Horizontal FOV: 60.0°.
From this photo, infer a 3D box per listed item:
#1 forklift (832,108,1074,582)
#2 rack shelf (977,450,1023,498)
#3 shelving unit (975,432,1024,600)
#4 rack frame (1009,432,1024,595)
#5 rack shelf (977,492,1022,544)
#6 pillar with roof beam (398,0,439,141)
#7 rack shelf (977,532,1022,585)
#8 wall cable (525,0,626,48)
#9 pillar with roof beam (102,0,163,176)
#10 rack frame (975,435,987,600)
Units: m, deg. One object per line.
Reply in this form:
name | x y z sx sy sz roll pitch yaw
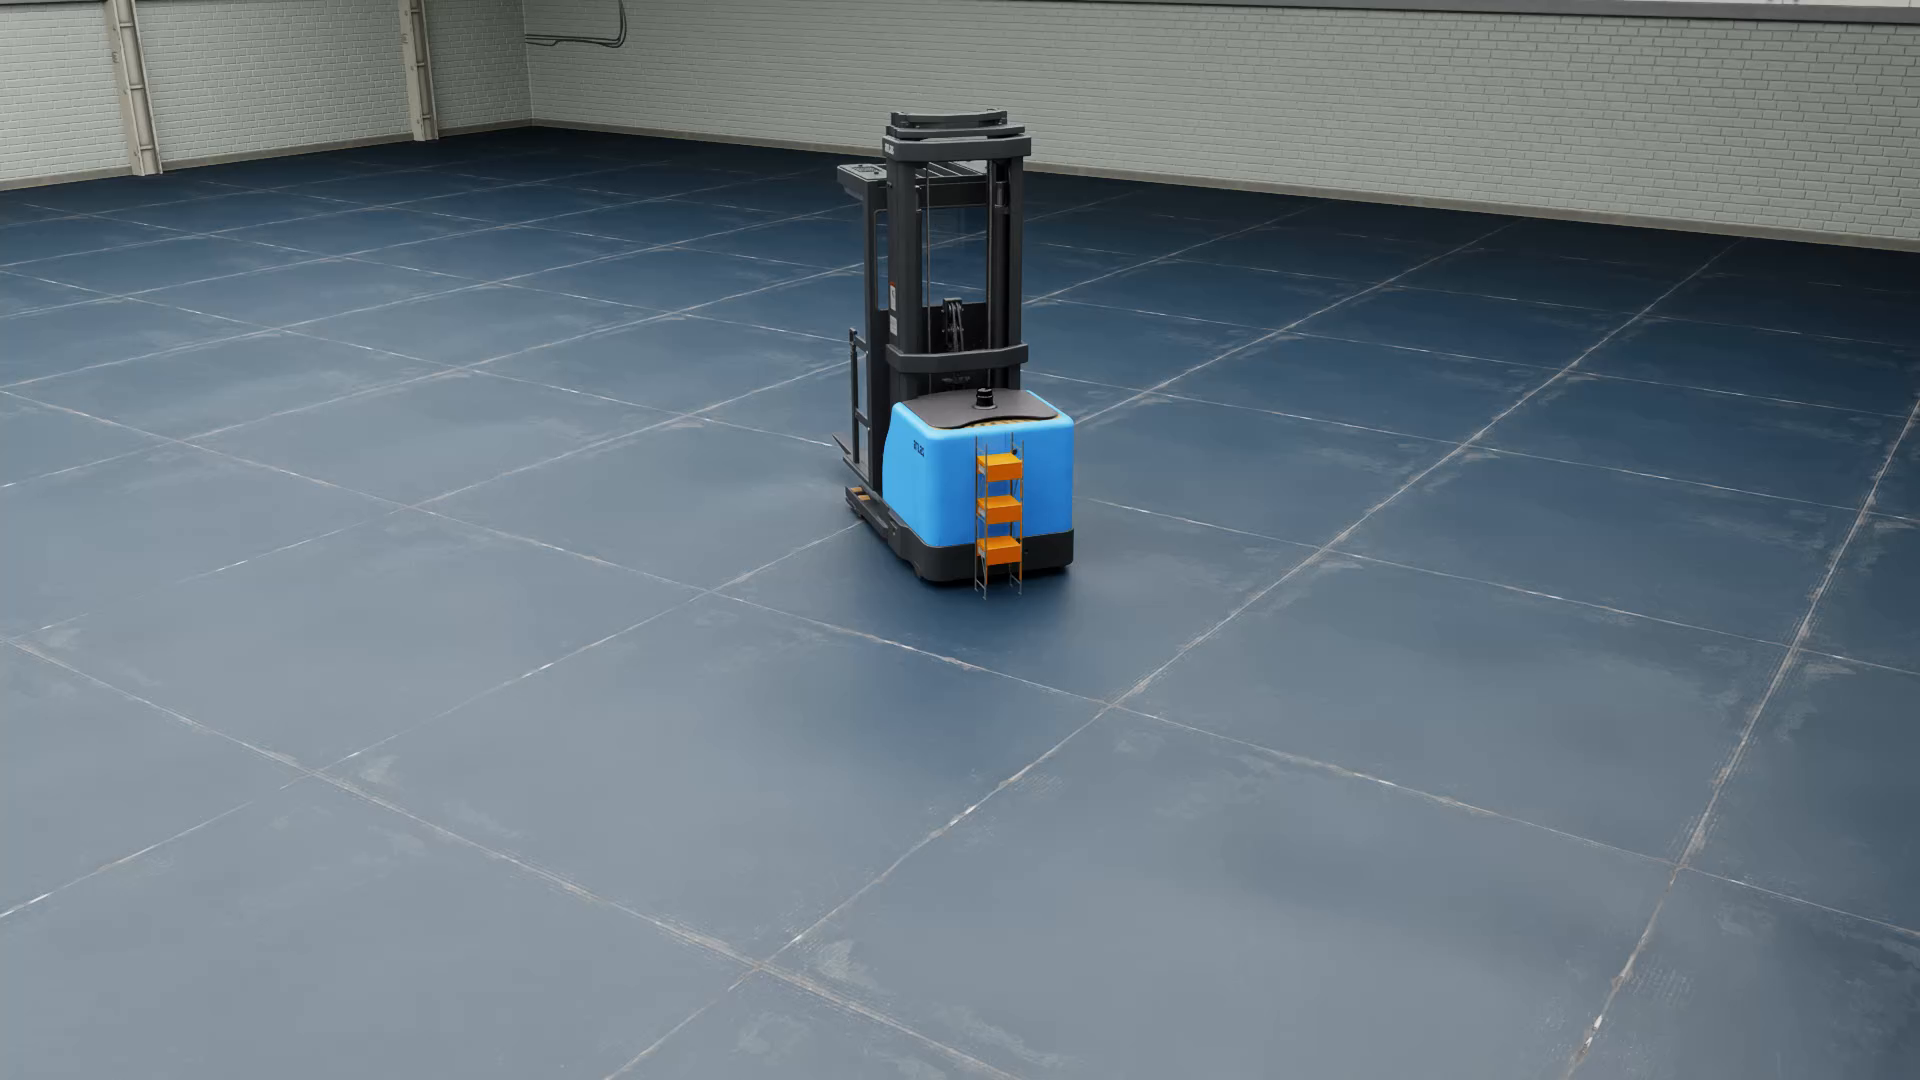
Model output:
forklift | -0.211 -1.581 11.814 1.130 2.935 3.031 -7 21 -18
rack shelf | 0.248 -0.408 10.568 0.240 0.259 0.215 -7 21 -18
shelving unit | 0.248 -0.152 10.662 0.252 1.050 0.215 -7 21 -18
rack frame | 0.363 -0.166 10.701 0.008 1.050 0.200 -7 21 -18
rack shelf | 0.248 -0.142 10.666 0.240 0.259 0.215 -7 21 -18
pillar with roof beam | -7.271 -11.505 29.896 9.100 9.000 0.400 13 24 32
rack shelf | 0.248 0.119 10.763 0.240 0.259 0.215 -7 21 -18
wall cable | -8.082 -11.475 34.292 3.097 2.526 0.112 13 24 32
pillar with roof beam | -10.644 -9.783 25.242 9.100 9.000 0.400 13 24 32
rack frame | 0.133 -0.138 10.624 0.008 1.050 0.200 -7 21 -18
